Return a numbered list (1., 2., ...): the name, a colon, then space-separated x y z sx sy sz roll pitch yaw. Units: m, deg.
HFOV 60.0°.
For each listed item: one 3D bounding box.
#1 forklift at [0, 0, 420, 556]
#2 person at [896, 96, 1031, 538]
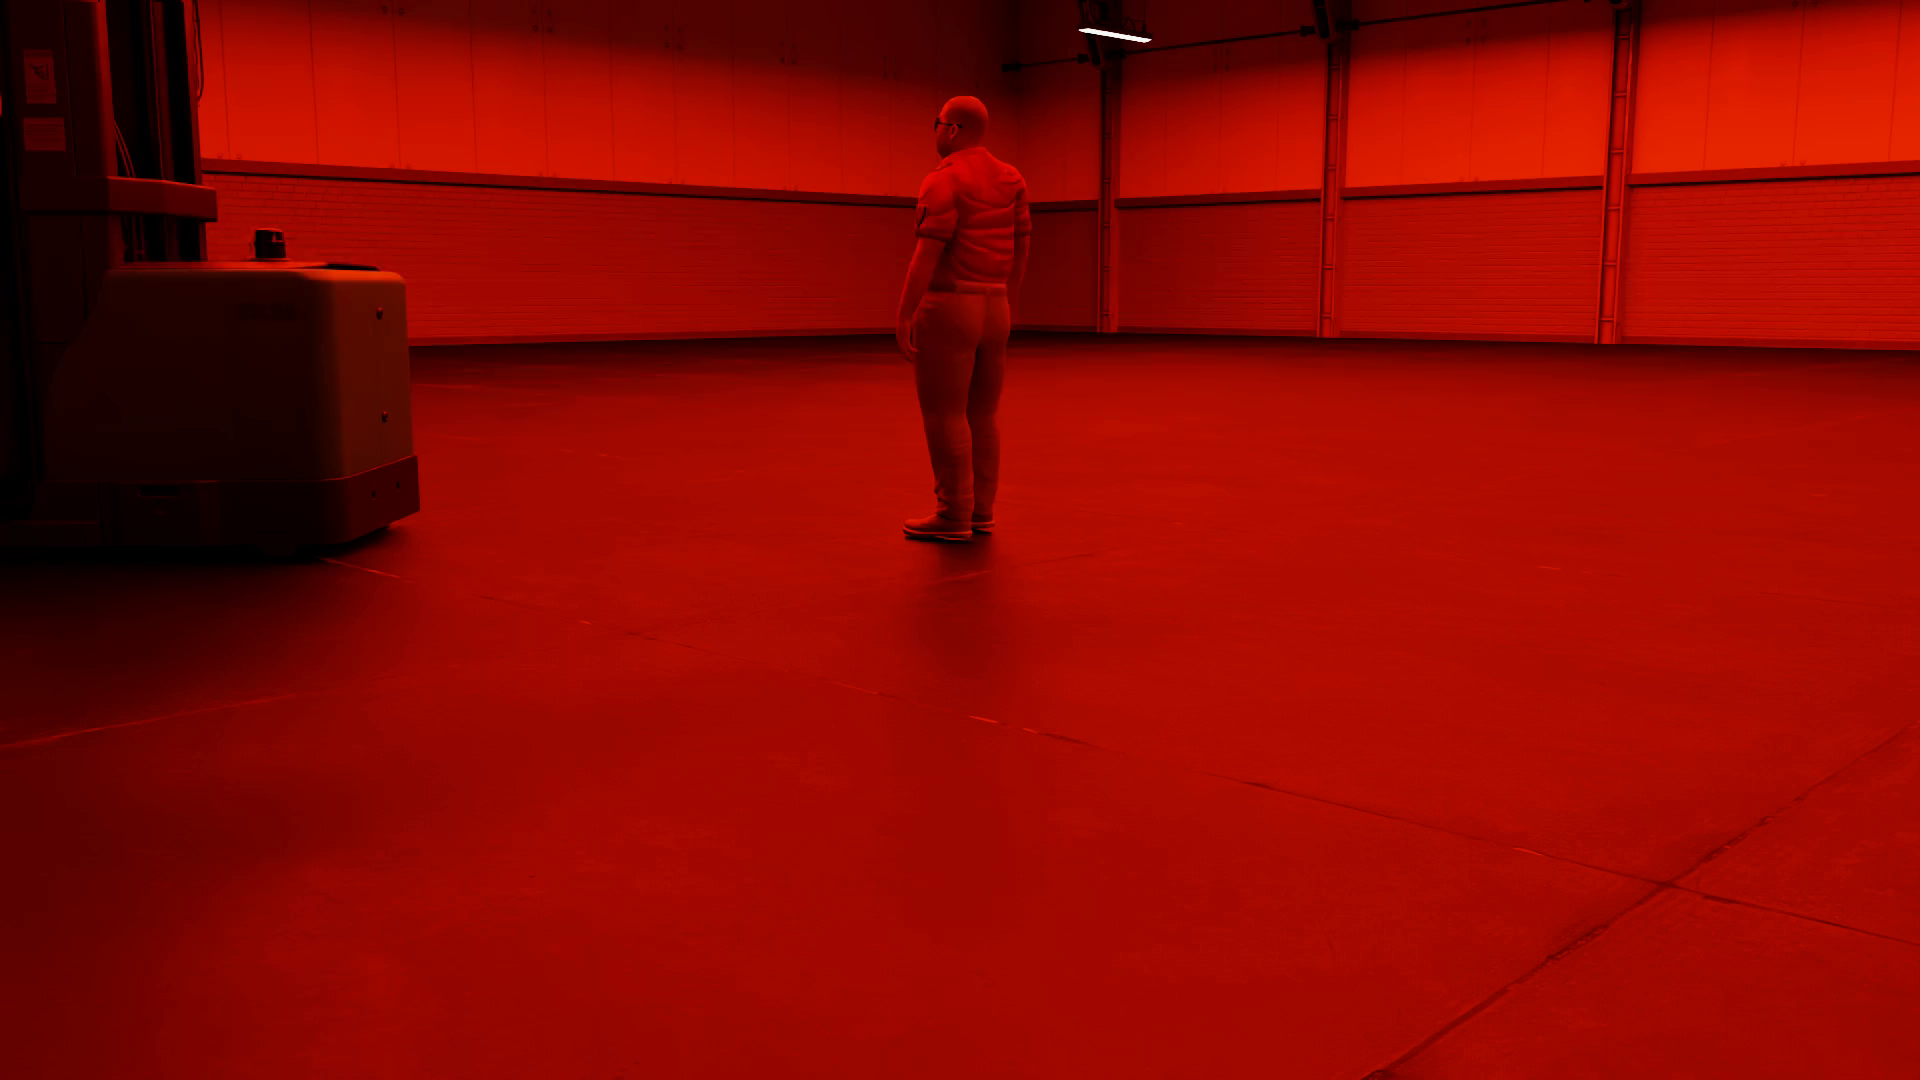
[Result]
1. forklift: -3.797 -1.433 6.389 3.031 2.935 1.130 0 9 -1
2. person: -0.057 -0.873 6.657 0.550 1.727 0.641 8 12 43
